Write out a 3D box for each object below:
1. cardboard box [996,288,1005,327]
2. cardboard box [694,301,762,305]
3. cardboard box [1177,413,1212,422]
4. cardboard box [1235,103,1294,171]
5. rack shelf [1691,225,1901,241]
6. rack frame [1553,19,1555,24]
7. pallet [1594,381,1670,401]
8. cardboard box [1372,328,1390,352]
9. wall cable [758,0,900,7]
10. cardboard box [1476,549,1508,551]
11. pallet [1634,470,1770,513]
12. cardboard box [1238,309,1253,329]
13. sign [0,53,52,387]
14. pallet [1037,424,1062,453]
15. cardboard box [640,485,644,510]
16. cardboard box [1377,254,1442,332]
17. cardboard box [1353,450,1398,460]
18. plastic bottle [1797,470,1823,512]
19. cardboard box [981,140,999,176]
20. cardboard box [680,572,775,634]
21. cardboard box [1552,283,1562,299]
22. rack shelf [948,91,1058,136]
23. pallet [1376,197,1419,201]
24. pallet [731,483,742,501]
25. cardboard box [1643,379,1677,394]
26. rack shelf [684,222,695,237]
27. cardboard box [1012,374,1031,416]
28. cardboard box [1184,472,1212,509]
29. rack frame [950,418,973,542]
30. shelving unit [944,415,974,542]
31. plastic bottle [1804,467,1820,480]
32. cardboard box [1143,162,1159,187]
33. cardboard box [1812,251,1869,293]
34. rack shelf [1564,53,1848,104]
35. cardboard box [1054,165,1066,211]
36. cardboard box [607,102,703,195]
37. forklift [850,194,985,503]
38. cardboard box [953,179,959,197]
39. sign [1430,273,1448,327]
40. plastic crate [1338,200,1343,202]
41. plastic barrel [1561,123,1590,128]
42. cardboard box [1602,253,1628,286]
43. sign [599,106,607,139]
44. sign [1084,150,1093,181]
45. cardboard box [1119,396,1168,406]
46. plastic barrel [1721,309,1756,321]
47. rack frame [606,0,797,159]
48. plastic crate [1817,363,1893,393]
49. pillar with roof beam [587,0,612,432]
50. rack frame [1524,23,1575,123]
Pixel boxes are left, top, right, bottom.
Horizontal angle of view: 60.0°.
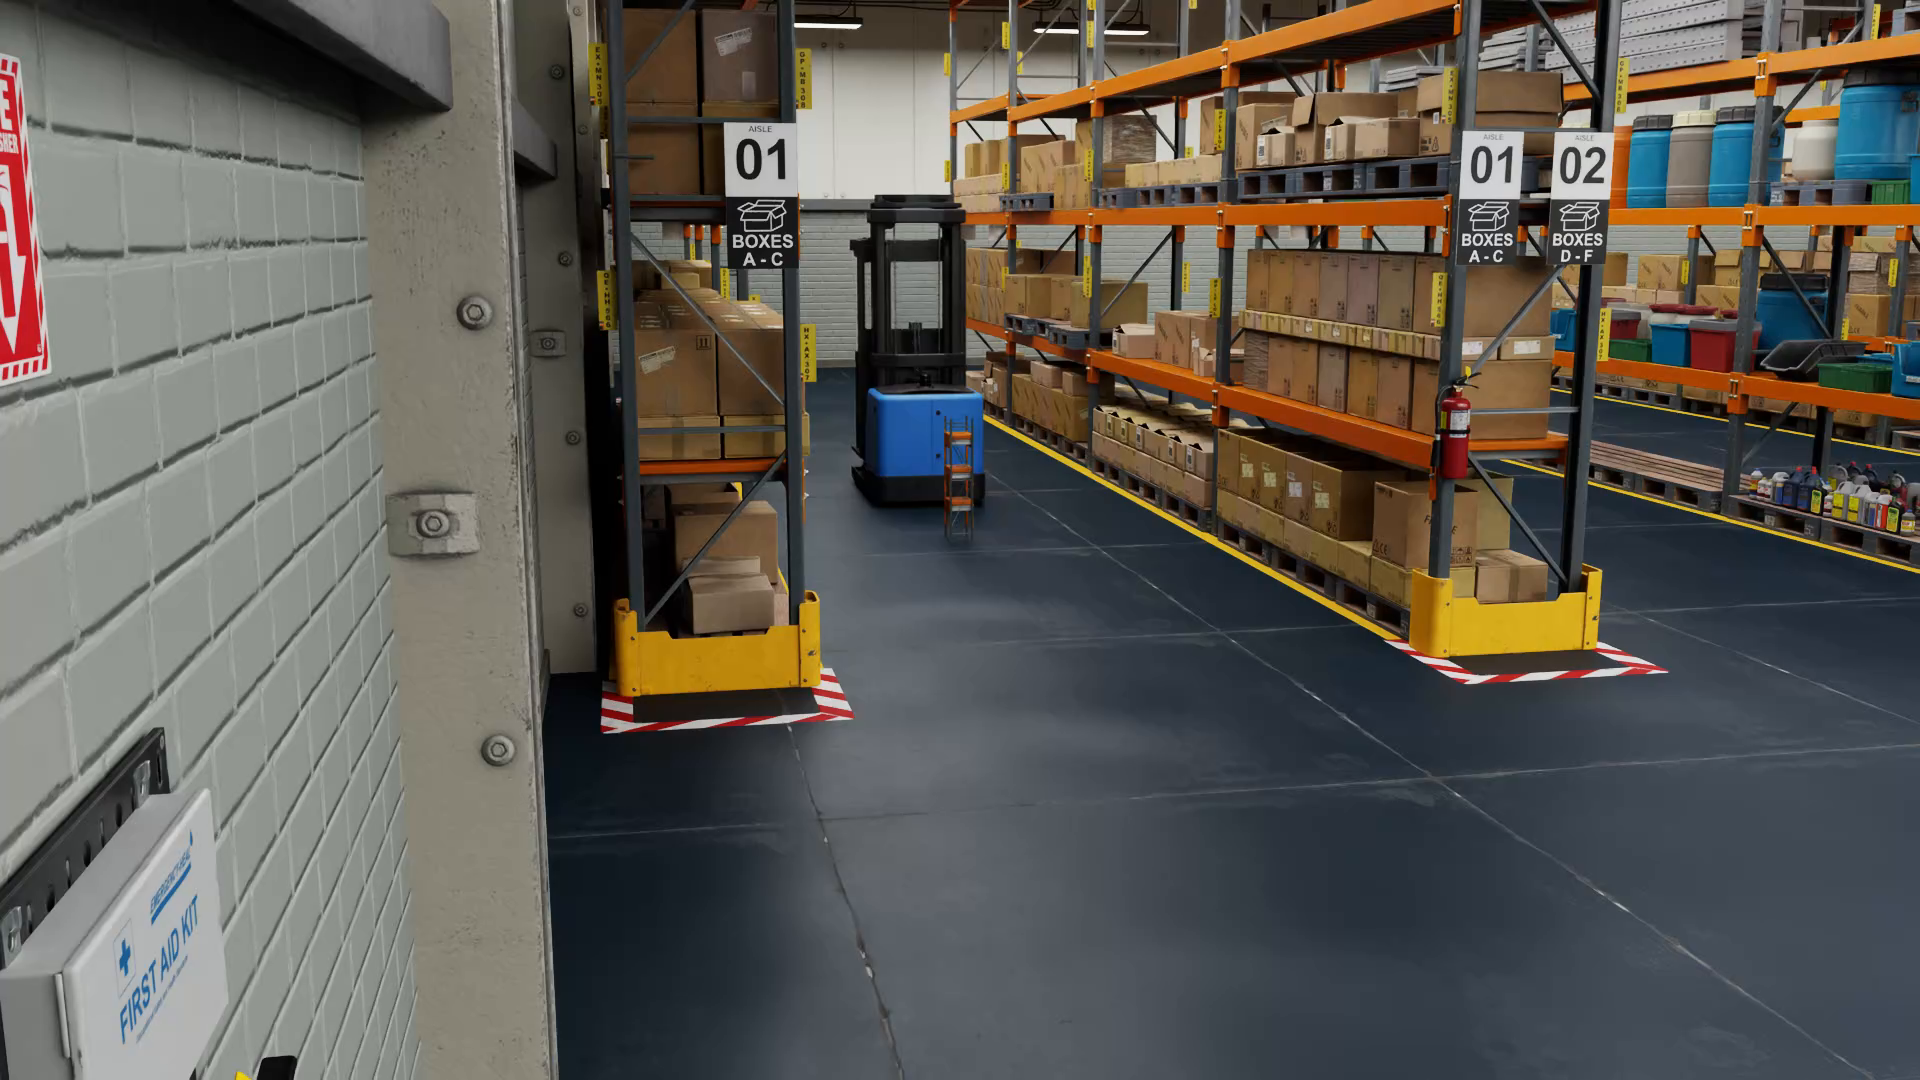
[{"bbox_3d":[0.776,-3.129,22.346,0.500,0.500,0.500,-2,11,-10],"label":"cardboard box"},{"bbox_3d":[-1.782,-1.578,12.809,0.500,0.500,0.500,-2,11,-11],"label":"cardboard box"},{"bbox_3d":[2.450,-1.120,16.789,0.500,0.311,0.500,-2,11,-11],"label":"cardboard box"},{"bbox_3d":[2.521,-3.226,13.336,0.500,0.500,0.500,-1,11,-6],"label":"cardboard box"},{"bbox_3d":[11.232,-4.110,21.671,1.077,0.370,4.000,-2,11,-11],"label":"rack shelf"},{"bbox_3d":[10.065,-7.038,27.105,1.000,3.000,0.127,-2,11,-11],"label":"rack frame"},{"bbox_3d":[10.531,-2.354,25.998,1.003,0.211,1.213,-2,11,-11],"label":"pallet"},{"bbox_3d":[3.049,-1.369,11.362,0.380,0.149,0.250,-2,11,-10],"label":"cardboard box"},{"bbox_3d":[-2.607,-8.602,30.119,3.097,2.526,0.112,-2,11,-11],"label":"wall cable"},{"bbox_3d":[3.472,0.150,11.618,0.500,0.250,0.500,-2,11,-11],"label":"cardboard box"},{"bbox_3d":[7.350,-0.482,16.167,1.003,0.211,1.213,-2,11,-11],"label":"pallet"},{"bbox_3d":[2.544,-1.842,13.848,0.380,0.149,0.250,-2,11,-11],"label":"cardboard box"},{"bbox_3d":[-0.870,-0.291,1.505,0.001,0.298,0.199,-2,11,-11],"label":"sign"},{"bbox_3d":[1.561,-1.256,20.229,1.003,0.211,1.213,-2,11,-11],"label":"pallet"},{"bbox_3d":[-2.486,-0.565,14.651,0.700,0.500,0.500,-2,11,-12],"label":"cardboard box"},{"bbox_3d":[3.263,-1.675,11.238,0.700,0.500,0.500,-2,11,-12],"label":"cardboard box"},{"bbox_3d":[3.284,-0.402,12.512,0.500,0.500,0.500,-2,11,-11],"label":"cardboard box"},{"bbox_3d":[7.327,-0.427,14.324,0.144,0.351,0.185,-3,11,-13],"label":"plastic bottle"},{"bbox_3d":[0.685,-5.374,23.443,0.700,0.500,0.500,-2,11,-11],"label":"cardboard box"},{"bbox_3d":[-1.445,0.359,10.303,0.500,0.311,0.500,-3,11,-17],"label":"cardboard box"},{"bbox_3d":[9.894,-4.065,27.138,0.500,0.250,0.500,-2,11,-13],"label":"cardboard box"},{"bbox_3d":[0.736,-5.956,23.356,1.077,0.370,4.000,-2,11,-11],"label":"rack shelf"},{"bbox_3d":[6.233,-4.417,21.866,1.213,0.211,1.003,-2,11,-11],"label":"pallet"},{"bbox_3d":[-2.571,-0.346,15.452,1.003,0.211,1.213,-2,11,-11],"label":"pallet"},{"bbox_3d":[10.793,-2.644,24.622,0.875,0.875,0.875,-2,11,-11],"label":"cardboard box"},{"bbox_3d":[-4.122,-4.304,22.687,1.077,0.370,4.000,-2,11,-11],"label":"rack shelf"},{"bbox_3d":[0.980,-1.888,21.602,0.500,0.500,0.500,-3,11,-14],"label":"cardboard box"},{"bbox_3d":[2.316,-0.451,14.776,0.500,0.250,0.500,-2,11,-12],"label":"cardboard box"},{"bbox_3d":[0.013,-0.503,14.032,0.200,1.050,0.008,-2,11,-11],"label":"rack frame"},{"bbox_3d":[-0.010,-0.526,14.150,0.215,1.050,0.252,-2,11,-11],"label":"shelving unit"},{"bbox_3d":[7.432,-0.467,14.534,0.144,0.351,0.185,-2,11,-11],"label":"plastic bottle"},{"bbox_3d":[2.166,-3.693,16.834,0.500,0.250,0.500,-2,11,-9],"label":"cardboard box"},{"bbox_3d":[11.371,-3.420,21.190,0.797,0.503,0.637,-2,11,-10],"label":"cardboard box"},{"bbox_3d":[7.152,-4.474,16.627,1.077,0.370,4.000,-2,11,-11],"label":"rack shelf"},{"bbox_3d":[1.585,-4.054,19.185,0.910,0.500,0.500,-2,11,-11],"label":"cardboard box"},{"bbox_3d":[-1.729,-2.216,9.471,0.500,0.500,0.500,-1,11,-7],"label":"cardboard box"},{"bbox_3d":[-0.526,-2.022,16.979,1.130,2.935,3.031,-2,11,-10],"label":"forklift"},{"bbox_3d":[0.192,-5.273,24.919,0.500,0.250,0.500,-2,11,-11],"label":"cardboard box"},{"bbox_3d":[2.924,-1.465,10.139,0.100,0.325,0.005,-2,11,-11],"label":"sign"},{"bbox_3d":[5.495,-4.724,23.417,0.416,0.233,0.300,-2,11,-11],"label":"plastic crate"},{"bbox_3d":[6.710,-4.005,17.851,0.600,0.901,0.600,0,11,0],"label":"plastic barrel"},{"bbox_3d":[10.098,-4.247,26.088,0.500,0.500,0.500,-2,11,-13],"label":"cardboard box"},{"bbox_3d":[-2.721,-3.250,12.789,0.100,0.325,0.005,-2,11,-11],"label":"sign"},{"bbox_3d":[1.371,-3.972,17.638,0.100,0.325,0.005,-2,11,-11],"label":"sign"},{"bbox_3d":[2.095,-1.346,18.754,0.500,0.500,0.500,-2,11,-9],"label":"cardboard box"},{"bbox_3d":[7.570,-1.960,16.108,0.433,0.535,0.433,0,11,0],"label":"plastic barrel"},{"bbox_3d":[-1.399,-3.563,8.848,1.000,3.000,0.127,-2,11,-11],"label":"rack frame"},{"bbox_3d":[7.528,-1.346,13.814,0.450,0.188,0.662,-2,11,-11],"label":"plastic crate"},{"bbox_3d":[-0.495,-6.017,21.743,9.100,9.000,0.400,-2,11,-11],"label":"pillar with roof beam"},{"bbox_3d":[6.763,-5.390,18.450,1.000,3.000,0.127,-2,11,-11],"label":"rack frame"}]
